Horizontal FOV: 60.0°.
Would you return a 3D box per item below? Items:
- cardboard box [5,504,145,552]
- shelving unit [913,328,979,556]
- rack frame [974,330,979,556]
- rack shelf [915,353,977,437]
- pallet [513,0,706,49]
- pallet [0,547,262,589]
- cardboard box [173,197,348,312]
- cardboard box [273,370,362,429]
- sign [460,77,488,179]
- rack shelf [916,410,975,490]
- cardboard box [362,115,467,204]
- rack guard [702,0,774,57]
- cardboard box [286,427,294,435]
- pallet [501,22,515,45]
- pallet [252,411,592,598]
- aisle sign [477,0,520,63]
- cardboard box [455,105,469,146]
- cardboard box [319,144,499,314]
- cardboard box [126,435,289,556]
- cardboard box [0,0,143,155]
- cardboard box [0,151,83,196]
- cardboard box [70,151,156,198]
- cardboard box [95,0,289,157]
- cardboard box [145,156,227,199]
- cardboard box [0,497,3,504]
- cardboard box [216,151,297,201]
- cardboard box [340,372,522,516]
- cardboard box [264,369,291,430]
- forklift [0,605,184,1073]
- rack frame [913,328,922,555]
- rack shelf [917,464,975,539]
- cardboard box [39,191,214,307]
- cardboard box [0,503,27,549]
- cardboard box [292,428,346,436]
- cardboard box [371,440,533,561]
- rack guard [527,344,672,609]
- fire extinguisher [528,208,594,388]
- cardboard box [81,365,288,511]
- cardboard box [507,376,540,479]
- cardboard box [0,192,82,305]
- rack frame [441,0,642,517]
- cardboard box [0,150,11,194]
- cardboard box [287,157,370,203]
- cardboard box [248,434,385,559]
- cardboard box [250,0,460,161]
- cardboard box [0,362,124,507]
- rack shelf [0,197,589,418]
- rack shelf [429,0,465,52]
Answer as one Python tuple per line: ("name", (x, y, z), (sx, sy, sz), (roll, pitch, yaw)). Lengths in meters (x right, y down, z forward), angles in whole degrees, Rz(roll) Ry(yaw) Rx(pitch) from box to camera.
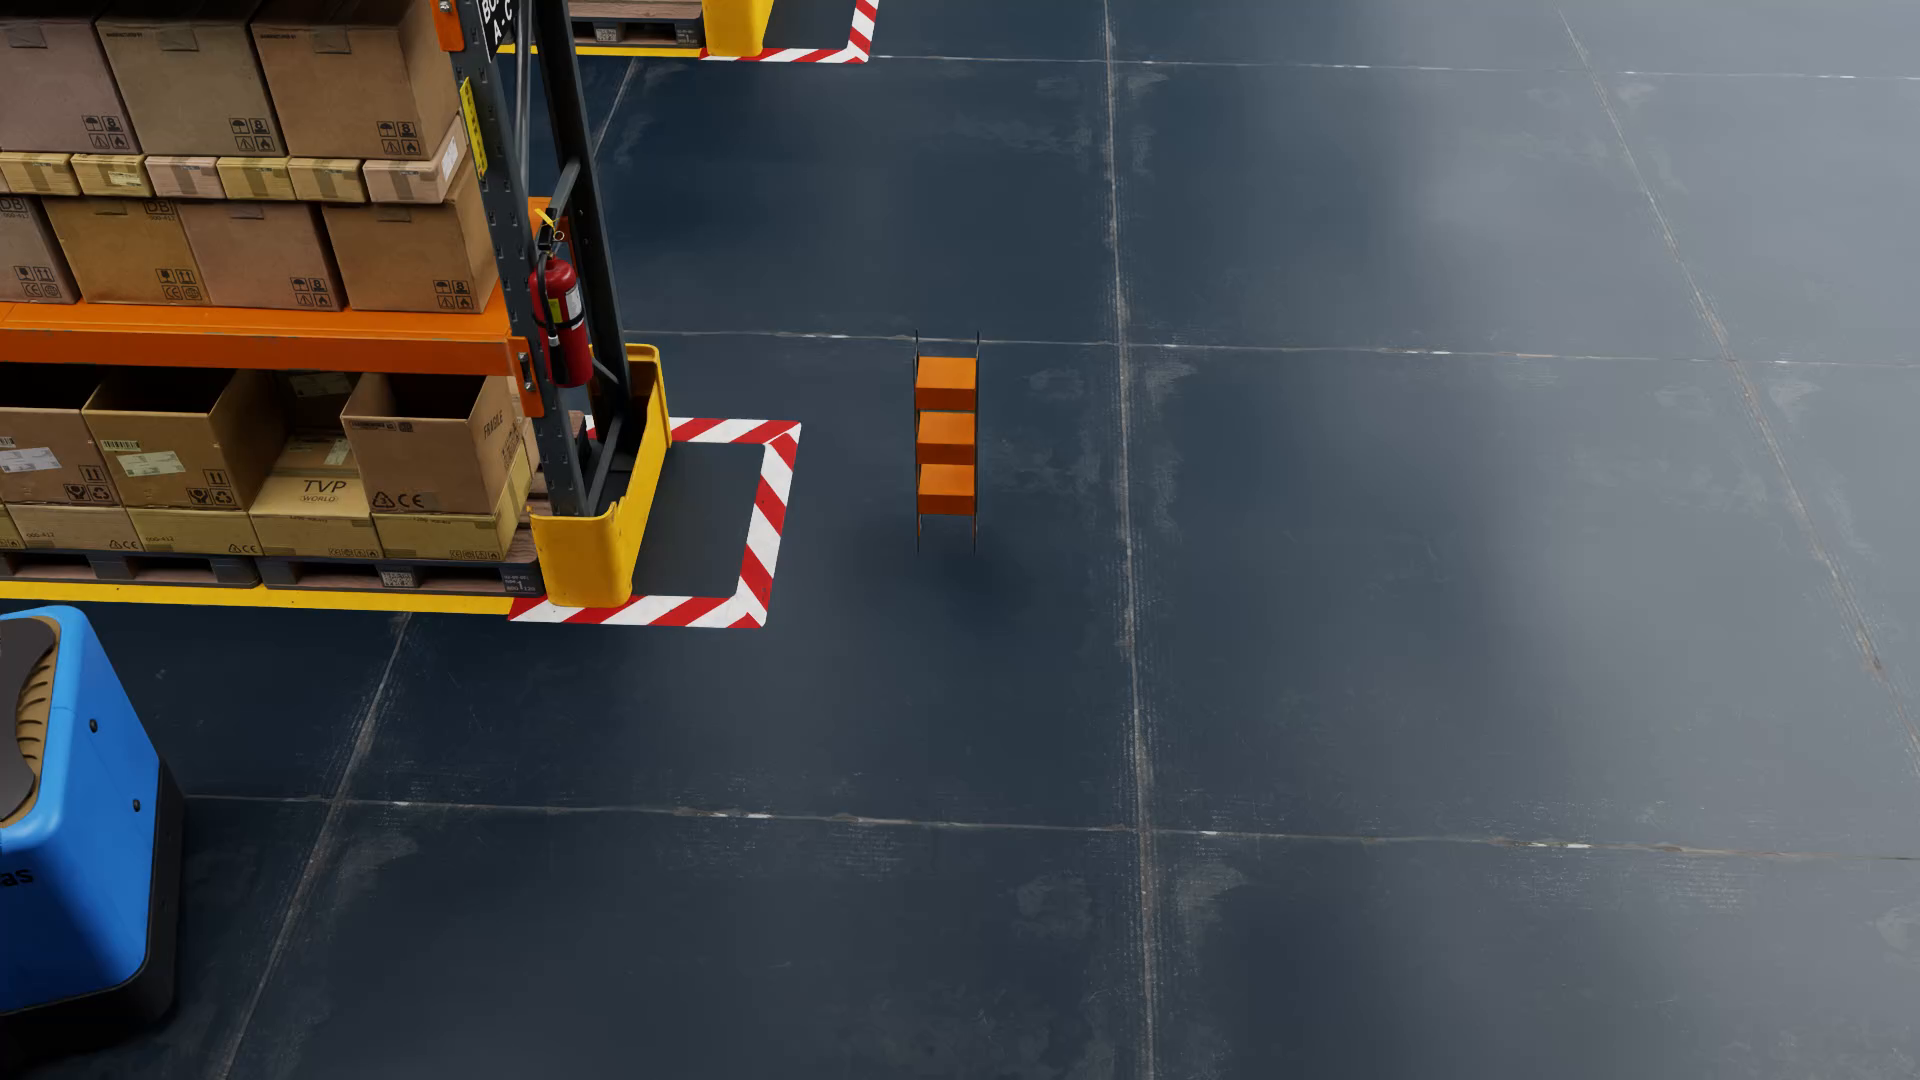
("cardboard box", (-3.610, -0.215, 6.990), (0.500, 0.250, 0.500), (2, 43, 2))
("shelving unit", (-0.053, -0.386, 6.894), (0.252, 1.050, 0.215), (2, 43, 2))
("rack frame", (0.068, -0.382, 6.890), (0.008, 1.050, 0.200), (2, 43, 2))
("rack shelf", (-0.053, -0.586, 6.708), (0.240, 0.259, 0.215), (2, 43, 2))
("pallet", (-2.225, -3.566, 10.923), (1.213, 0.211, 1.003), (2, 43, 2))
("pallet", (-3.544, -0.229, 7.341), (1.213, 0.211, 1.003), (2, 43, 2))
("cardboard box", (-2.553, -1.287, 6.358), (0.500, 0.500, 0.700), (3, 43, 3))
("cardboard box", (-2.588, -0.819, 7.087), (0.500, 0.500, 0.500), (2, 43, 2))
("sign", (-1.601, -1.356, 5.482), (0.005, 0.325, 0.100), (2, 43, 2))
("rack shelf", (-0.053, -0.378, 6.901), (0.240, 0.259, 0.215), (2, 43, 2))
("cardboard box", (-1.953, -1.371, 5.971), (0.250, 0.149, 0.380), (1, 43, 1))
("rack guard", (-1.414, -3.643, 10.794), (0.348, 0.500, 1.175), (2, 43, 2))
("cardboard box", (-3.087, -0.559, 7.358), (0.500, 0.250, 0.500), (2, 43, 2))
("pallet", (-3.440, -3.605, 10.965), (1.213, 0.211, 1.003), (2, 43, 2))
("pallet", (-2.328, -0.189, 7.298), (1.213, 0.211, 1.003), (2, 43, 2))
("aisle sign", (-1.510, -1.964, 5.250), (0.004, 0.787, 0.394), (2, 43, 2))
("cardboard box", (-1.945, -1.647, 6.268), (0.250, 0.149, 0.380), (1, 43, 2))
("cardboard box", (-2.028, -1.274, 6.344), (0.500, 0.500, 0.700), (2, 43, 2))
("cardboard box", (-3.111, -0.199, 6.972), (0.500, 0.250, 0.500), (2, 43, 2))
("cardboard box", (-3.110, -1.778, 5.933), (0.500, 0.500, 0.700), (2, 43, 2))
("cardboard box", (-3.246, -1.409, 6.013), (0.250, 0.149, 0.380), (3, 43, 3))
("cardboard box", (-2.983, -1.402, 6.006), (0.250, 0.149, 0.380), (3, 43, 3))
("cardboard box", (-2.607, -1.763, 5.917), (0.500, 0.500, 0.700), (1, 43, 1))
("cardboard box", (-2.721, -1.395, 5.997), (0.250, 0.149, 0.380), (2, 43, 2))
("cardboard box", (-4.110, -0.501, 6.747), (0.500, 0.500, 0.500), (2, 43, 2))
("cardboard box", (-2.470, -1.385, 5.987), (0.250, 0.149, 0.380), (1, 43, 1))
("cardboard box", (-2.112, -0.450, 6.692), (0.500, 0.500, 0.500), (2, 43, 2))
("cardboard box", (-3.088, -0.825, 7.094), (0.500, 0.500, 0.500), (2, 43, 2))
("forklift", (-4.185, 0.509, 4.554), (3.031, 2.935, 1.130), (-11, 44, -12))
("rack frame", (-0.175, -0.390, 6.898), (0.008, 1.050, 0.200), (2, 43, 2))
("rack shelf", (-0.053, -0.175, 7.091), (0.240, 0.259, 0.215), (2, 43, 2))
("cardboard box", (-3.049, -1.306, 6.378), (0.500, 0.500, 0.700), (2, 43, 2))
("cardboard box", (-4.110, -0.227, 7.002), (0.500, 0.250, 0.500), (2, 43, 2))
("cardboard box", (-2.588, -0.543, 7.341), (0.500, 0.250, 0.500), (2, 43, 2))
("cardboard box", (-2.111, -0.178, 6.949), (0.500, 0.250, 0.500), (2, 43, 2))
("rack guard", (-1.538, -0.299, 7.205), (0.348, 0.500, 1.175), (2, 43, 2))
("fire extinguisher", (-1.465, -0.866, 6.036), (0.183, 0.674, 0.296), (2, 43, 2))
("cardboard box", (-3.111, -0.471, 6.714), (0.500, 0.500, 0.500), (2, 43, 2))
("cardboard box", (-2.088, -0.530, 7.328), (0.500, 0.250, 0.500), (2, 43, 2))
("cardboard box", (-3.575, -1.320, 6.393), (0.500, 0.500, 0.700), (3, 43, 3))
("rack frame", (-1.562, -1.215, 6.353), (0.127, 3.000, 1.000), (2, 43, 2))
("cardboard box", (-3.502, -1.417, 6.021), (0.250, 0.149, 0.380), (1, 43, 1))
("cardboard box", (-2.214, -1.378, 5.979), (0.250, 0.149, 0.380), (3, 43, 3))
("cardboard box", (-2.611, -0.185, 6.957), (0.500, 0.250, 0.500), (2, 43, 2))
("cardboard box", (-2.081, -1.751, 5.903), (0.500, 0.500, 0.700), (2, 43, 2))
("cardboard box", (-3.611, -0.487, 6.732), (0.500, 0.500, 0.500), (2, 43, 2))
("rack shelf", (-3.560, -1.013, 6.664), (4.000, 0.370, 1.077), (2, 43, 2))
("rack shelf", (-3.560, -2.110, 5.642), (4.000, 0.370, 1.077), (2, 43, 2))
